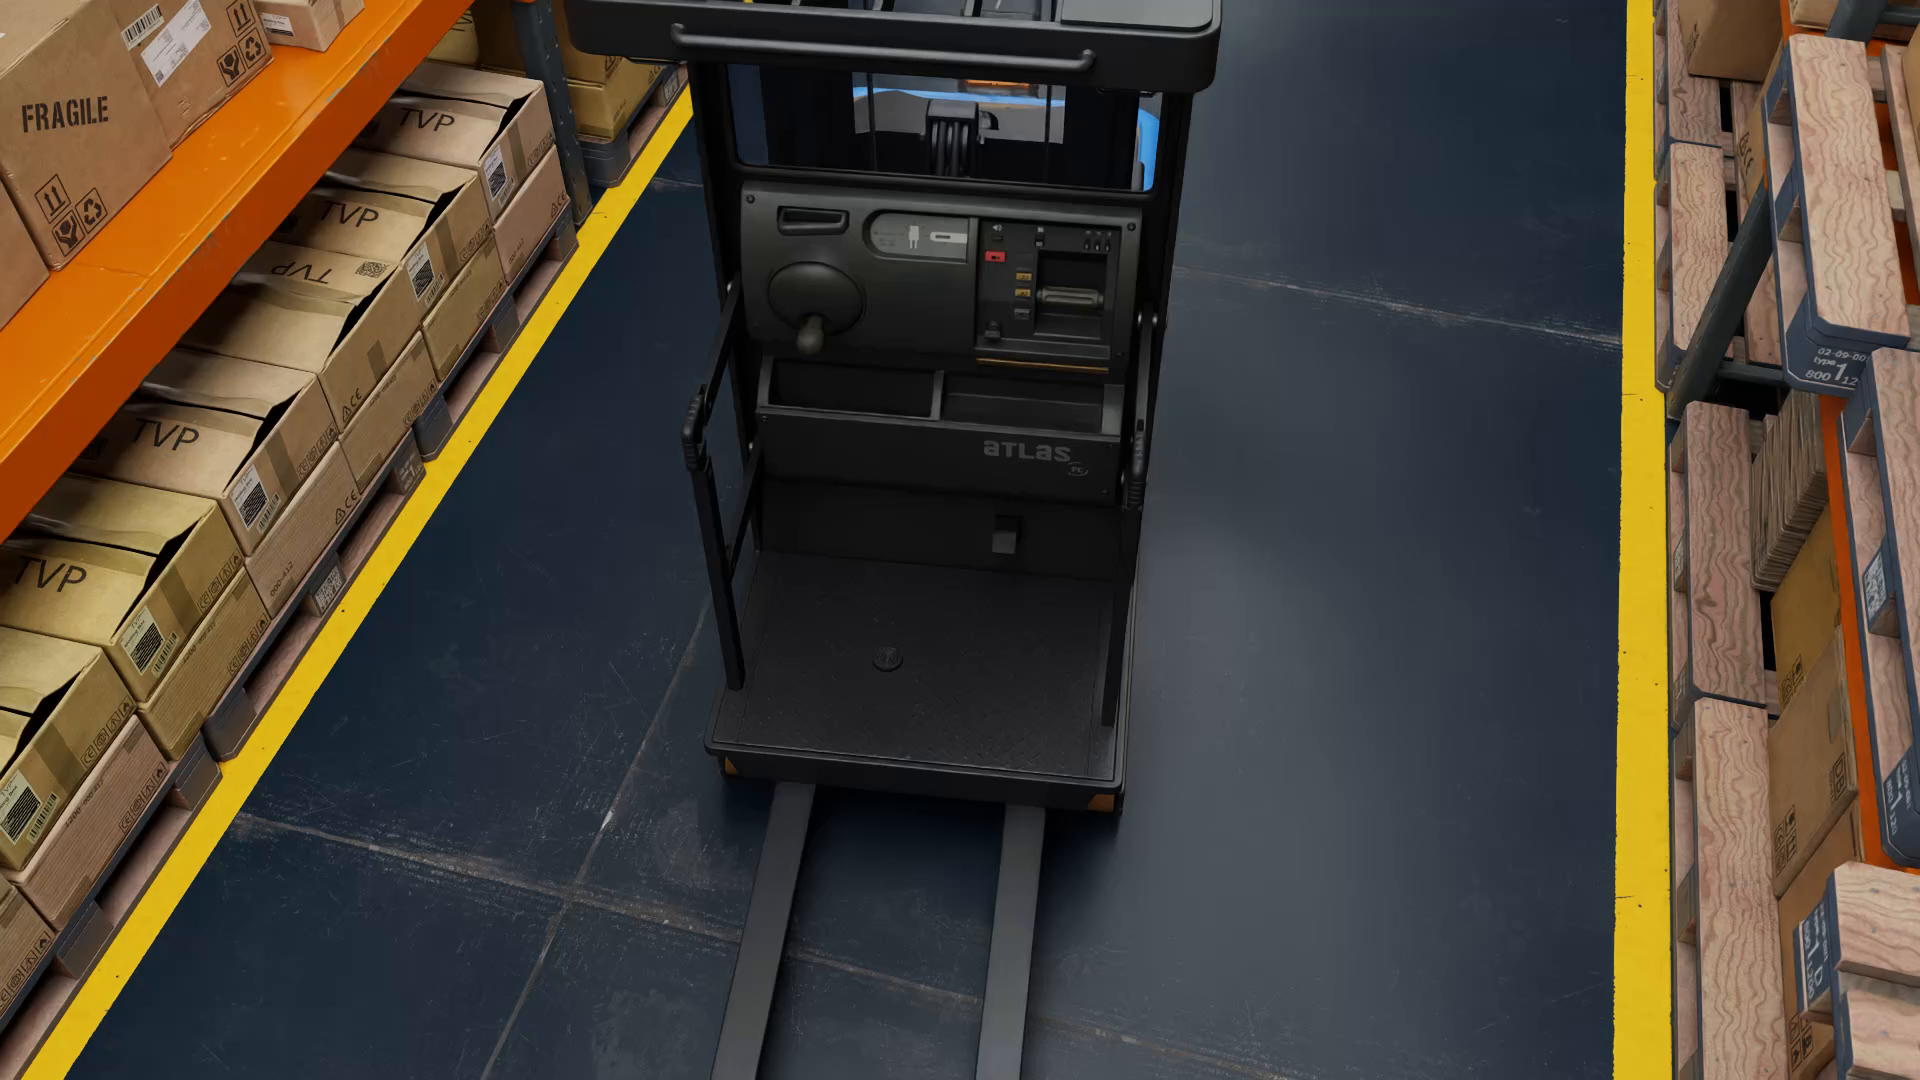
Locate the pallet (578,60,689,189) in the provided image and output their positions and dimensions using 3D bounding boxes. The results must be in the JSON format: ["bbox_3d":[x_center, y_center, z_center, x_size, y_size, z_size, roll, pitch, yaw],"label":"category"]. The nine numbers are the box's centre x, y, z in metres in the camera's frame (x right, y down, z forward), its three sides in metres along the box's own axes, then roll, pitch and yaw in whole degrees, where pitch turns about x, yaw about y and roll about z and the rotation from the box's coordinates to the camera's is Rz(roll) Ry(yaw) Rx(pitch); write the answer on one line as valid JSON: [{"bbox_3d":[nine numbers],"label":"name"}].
[{"bbox_3d":[-1.652,-1.960,6.839,1.003,0.211,1.213,12,50,10],"label":"pallet"}]

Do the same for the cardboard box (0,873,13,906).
[{"bbox_3d":[-2.533,0.842,3.686,0.500,0.311,0.500,13,50,11],"label":"cardboard box"}]

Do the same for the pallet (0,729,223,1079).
[{"bbox_3d":[-2.700,0.912,4.304,1.003,0.211,1.213,12,50,10],"label":"pallet"}]

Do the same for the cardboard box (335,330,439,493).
[{"bbox_3d":[-2.000,-0.452,5.202,0.500,0.250,0.500,13,50,11],"label":"cardboard box"}]

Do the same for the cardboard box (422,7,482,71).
[{"bbox_3d":[-1.991,-1.924,6.501,0.500,0.250,0.500,12,50,10],"label":"cardboard box"}]

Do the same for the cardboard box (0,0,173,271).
[{"bbox_3d":[-2.390,-1.053,4.112,0.500,0.500,0.500,12,50,10],"label":"cardboard box"}]

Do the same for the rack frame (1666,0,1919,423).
[{"bbox_3d":[2.878,-1.341,4.433,1.000,3.000,0.127,12,50,10],"label":"rack frame"}]

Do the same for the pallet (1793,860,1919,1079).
[{"bbox_3d":[1.910,1.079,2.425,1.213,0.211,1.003,12,50,10],"label":"pallet"}]

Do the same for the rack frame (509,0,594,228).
[{"bbox_3d":[-1.902,-2.316,5.293,1.000,3.000,0.127,12,50,10],"label":"rack frame"}]

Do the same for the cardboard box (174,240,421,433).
[{"bbox_3d":[-1.996,-0.643,4.997,0.500,0.311,0.500,11,50,10],"label":"cardboard box"}]

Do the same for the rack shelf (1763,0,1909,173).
[{"bbox_3d":[3.405,-2.550,5.979,1.077,0.370,4.000,12,50,10],"label":"rack shelf"}]

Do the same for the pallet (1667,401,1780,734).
[{"bbox_3d":[2.675,0.145,4.981,1.003,0.211,1.213,12,50,10],"label":"pallet"}]

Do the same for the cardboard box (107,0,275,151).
[{"bbox_3d":[-2.258,-1.416,4.432,0.500,0.500,0.500,15,50,13],"label":"cardboard box"}]

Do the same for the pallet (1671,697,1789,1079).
[{"bbox_3d":[2.356,1.030,4.200,1.003,0.211,1.213,12,50,10],"label":"pallet"}]

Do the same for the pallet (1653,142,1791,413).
[{"bbox_3d":[3.021,-0.911,5.913,1.003,0.211,1.213,12,50,10],"label":"pallet"}]

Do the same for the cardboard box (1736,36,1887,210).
[{"bbox_3d":[3.113,-1.418,5.875,0.500,0.500,0.500,8,49,7],"label":"cardboard box"}]

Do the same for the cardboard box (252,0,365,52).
[{"bbox_3d":[-1.956,-1.599,4.750,0.396,0.266,0.258,10,49,9],"label":"cardboard box"}]

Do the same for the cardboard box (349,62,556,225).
[{"bbox_3d":[-1.732,-1.381,5.648,0.500,0.311,0.500,12,50,10],"label":"cardboard box"}]

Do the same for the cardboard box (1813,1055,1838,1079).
[{"bbox_3d":[2.212,1.353,3.429,0.700,0.500,0.500,11,50,10],"label":"cardboard box"}]

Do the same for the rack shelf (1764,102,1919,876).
[{"bbox_3d":[2.352,0.344,3.426,1.077,0.370,4.000,12,50,10],"label":"rack shelf"}]

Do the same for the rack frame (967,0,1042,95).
[{"bbox_3d":[0.130,-1.271,5.580,0.240,1.200,0.006,4,40,4],"label":"rack frame"}]

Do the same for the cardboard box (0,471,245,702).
[{"bbox_3d":[-2.267,0.092,4.348,0.500,0.311,0.500,10,49,9],"label":"cardboard box"}]

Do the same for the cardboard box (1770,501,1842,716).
[{"bbox_3d":[2.613,0.260,4.394,0.700,0.500,0.500,11,49,9],"label":"cardboard box"}]

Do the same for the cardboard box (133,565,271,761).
[{"bbox_3d":[-2.271,0.286,4.550,0.500,0.250,0.500,10,49,9],"label":"cardboard box"}]

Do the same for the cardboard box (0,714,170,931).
[{"bbox_3d":[-2.402,0.664,4.217,0.500,0.250,0.500,10,49,9],"label":"cardboard box"}]

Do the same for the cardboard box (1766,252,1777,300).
[{"bbox_3d":[2.990,-0.942,5.677,0.380,0.166,0.250,6,49,5],"label":"cardboard box"}]

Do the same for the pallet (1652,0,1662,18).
[{"bbox_3d":[3.663,-2.676,7.471,1.003,0.211,1.213,12,50,10],"label":"pallet"}]

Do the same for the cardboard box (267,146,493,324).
[{"bbox_3d":[-1.863,-1.004,5.315,0.500,0.311,0.500,13,50,11],"label":"cardboard box"}]

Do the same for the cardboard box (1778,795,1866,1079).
[{"bbox_3d":[2.316,0.988,3.751,0.700,0.500,0.500,11,50,10],"label":"cardboard box"}]

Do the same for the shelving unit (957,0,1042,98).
[{"bbox_3d":[0.121,-1.213,5.510,0.258,1.200,0.189,4,40,4],"label":"shelving unit"}]

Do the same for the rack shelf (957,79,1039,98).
[{"bbox_3d":[0.126,-1.457,5.310,0.258,0.103,0.180,4,40,4],"label":"rack shelf"}]

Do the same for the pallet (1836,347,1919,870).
[{"bbox_3d":[2.307,0.176,3.222,1.003,0.211,1.213,12,50,10],"label":"pallet"}]

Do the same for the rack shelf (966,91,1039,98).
[{"bbox_3d":[0.124,-1.364,5.386,0.258,0.103,0.180,4,40,4],"label":"rack shelf"}]

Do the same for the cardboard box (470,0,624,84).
[{"bbox_3d":[-1.478,-2.067,6.127,0.500,0.500,0.500,12,50,10],"label":"cardboard box"}]

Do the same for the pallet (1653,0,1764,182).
[{"bbox_3d":[3.340,-1.796,6.695,1.003,0.211,1.213,12,50,10],"label":"pallet"}]

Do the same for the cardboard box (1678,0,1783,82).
[{"bbox_3d":[3.271,-2.137,6.509,0.700,0.500,0.500,9,49,8],"label":"cardboard box"}]

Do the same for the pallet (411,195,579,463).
[{"bbox_3d":[-2.058,-0.853,5.862,1.003,0.211,1.213,12,50,10],"label":"pallet"}]

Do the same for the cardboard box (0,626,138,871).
[{"bbox_3d":[-2.403,0.460,4.023,0.500,0.311,0.500,10,49,9],"label":"cardboard box"}]

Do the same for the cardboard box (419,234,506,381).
[{"bbox_3d":[-1.866,-0.822,5.529,0.500,0.250,0.500,11,49,9],"label":"cardboard box"}]

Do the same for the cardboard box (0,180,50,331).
[{"bbox_3d":[-2.529,-0.673,3.776,0.500,0.500,0.500,9,49,8],"label":"cardboard box"}]

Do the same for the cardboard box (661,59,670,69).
[{"bbox_3d":[-1.351,-2.181,6.728,0.500,0.250,0.500,12,50,10],"label":"cardboard box"}]

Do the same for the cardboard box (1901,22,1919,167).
[{"bbox_3d":[2.711,-1.158,3.912,0.700,0.500,0.500,12,50,10],"label":"cardboard box"}]

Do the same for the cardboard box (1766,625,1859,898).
[{"bbox_3d":[2.440,0.621,4.075,0.700,0.500,0.500,12,50,10],"label":"cardboard box"}]

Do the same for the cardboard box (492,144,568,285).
[{"bbox_3d":[-1.731,-1.188,5.852,0.500,0.250,0.500,11,50,10],"label":"cardboard box"}]

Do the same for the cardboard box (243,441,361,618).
[{"bbox_3d":[-2.136,-0.084,4.878,0.500,0.250,0.500,12,50,11],"label":"cardboard box"}]

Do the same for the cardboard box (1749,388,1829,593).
[{"bbox_3d":[2.701,-0.124,4.732,0.700,0.500,0.500,13,50,11],"label":"cardboard box"}]

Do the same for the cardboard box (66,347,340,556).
[{"bbox_3d":[-2.132,-0.280,4.676,0.500,0.311,0.500,11,49,10],"label":"cardboard box"}]

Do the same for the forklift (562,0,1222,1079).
[{"bbox_3d":[-0.073,-0.505,3.741,1.130,2.935,3.031,5,49,4],"label":"forklift"}]

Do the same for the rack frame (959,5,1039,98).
[{"bbox_3d":[0.112,-1.155,5.440,0.240,1.200,0.006,4,40,4],"label":"rack frame"}]

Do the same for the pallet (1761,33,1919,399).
[{"bbox_3d":[2.537,-0.754,4.042,1.003,0.211,1.213,12,50,10],"label":"pallet"}]

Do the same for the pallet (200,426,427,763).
[{"bbox_3d":[-2.377,0.033,5.080,1.003,0.211,1.213,12,50,10],"label":"pallet"}]

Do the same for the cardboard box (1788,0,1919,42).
[{"bbox_3d":[2.710,-1.700,4.837,0.500,0.250,0.500,12,50,10],"label":"cardboard box"}]

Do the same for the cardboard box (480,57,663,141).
[{"bbox_3d":[-1.487,-1.821,6.410,0.500,0.250,0.500,12,50,10],"label":"cardboard box"}]

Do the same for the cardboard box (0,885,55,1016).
[{"bbox_3d":[-2.533,1.027,3.896,0.500,0.250,0.500,11,50,10],"label":"cardboard box"}]
